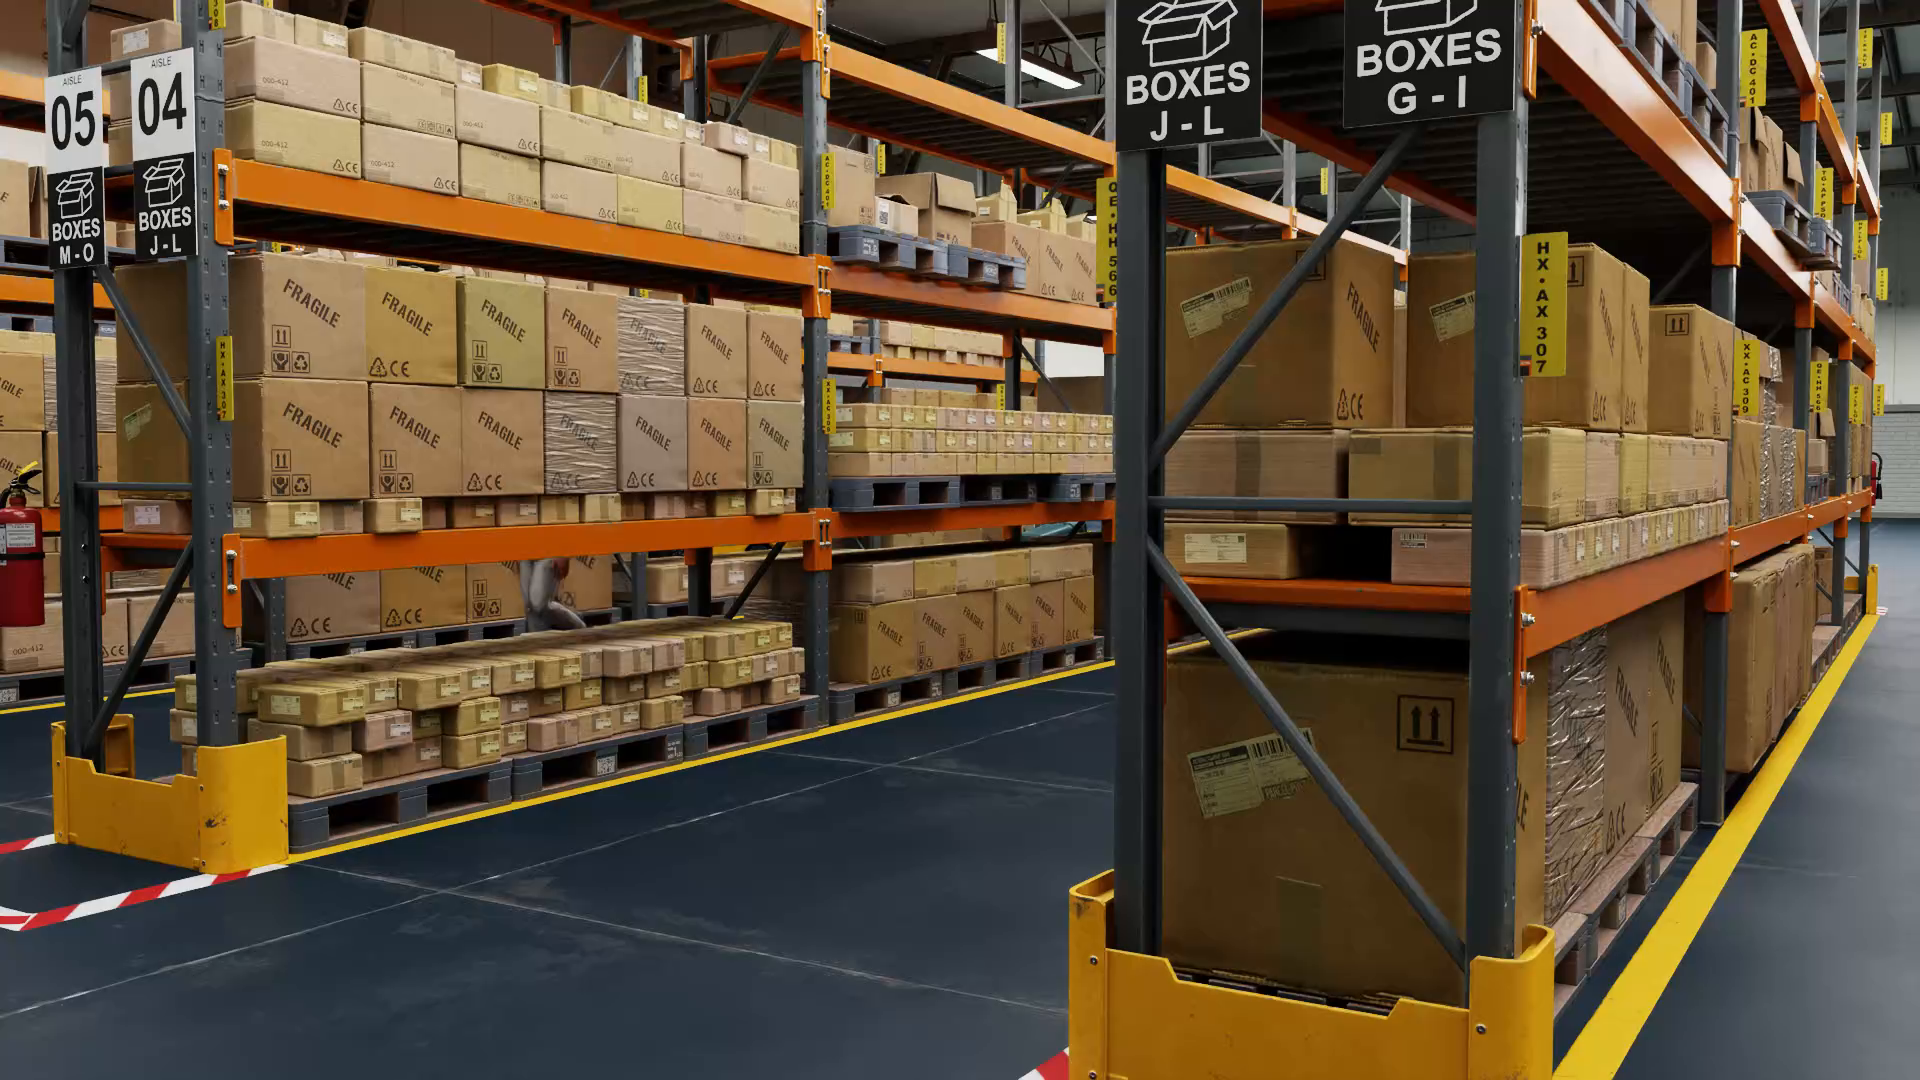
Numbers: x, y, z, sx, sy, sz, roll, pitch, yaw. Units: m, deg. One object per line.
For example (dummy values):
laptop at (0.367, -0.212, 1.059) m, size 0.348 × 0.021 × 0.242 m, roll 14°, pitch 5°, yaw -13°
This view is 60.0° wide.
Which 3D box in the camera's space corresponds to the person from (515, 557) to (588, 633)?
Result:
person at (-3.058, 0.108, 12.432) m, size 0.575 × 1.756 × 0.543 m, roll 3°, pitch 4°, yaw 42°
